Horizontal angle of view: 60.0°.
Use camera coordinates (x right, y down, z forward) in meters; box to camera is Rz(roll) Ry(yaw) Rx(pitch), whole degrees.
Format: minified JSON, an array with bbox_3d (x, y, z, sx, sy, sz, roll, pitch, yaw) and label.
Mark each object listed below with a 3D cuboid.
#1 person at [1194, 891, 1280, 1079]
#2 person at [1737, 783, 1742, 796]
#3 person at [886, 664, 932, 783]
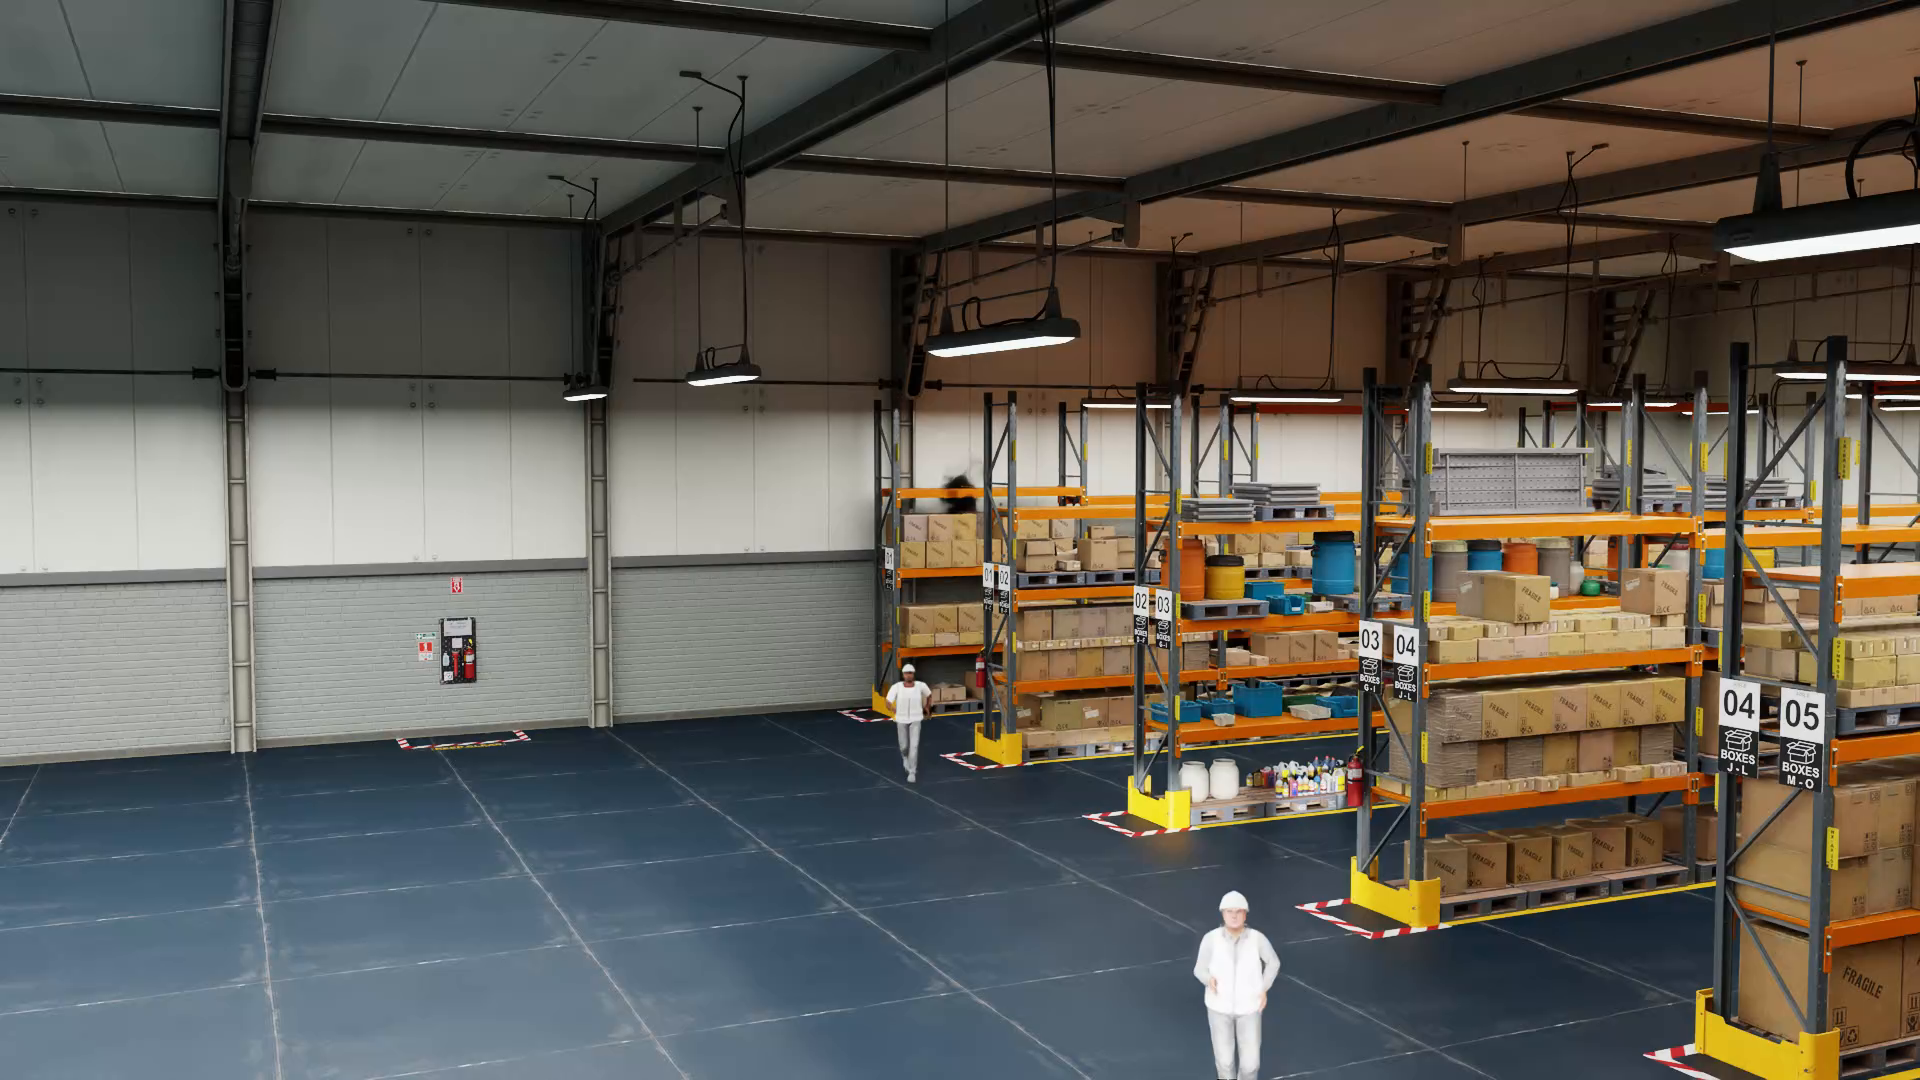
[{"bbox_3d":[2.089,3.551,12.591,0.646,1.739,0.606,1,3,12],"label":"person"},{"bbox_3d":[11.026,2.904,23.634,0.820,1.722,0.702,-3,4,-38],"label":"person"},{"bbox_3d":[-0.786,2.783,25.573,0.713,1.756,0.971,0,3,0],"label":"person"}]
